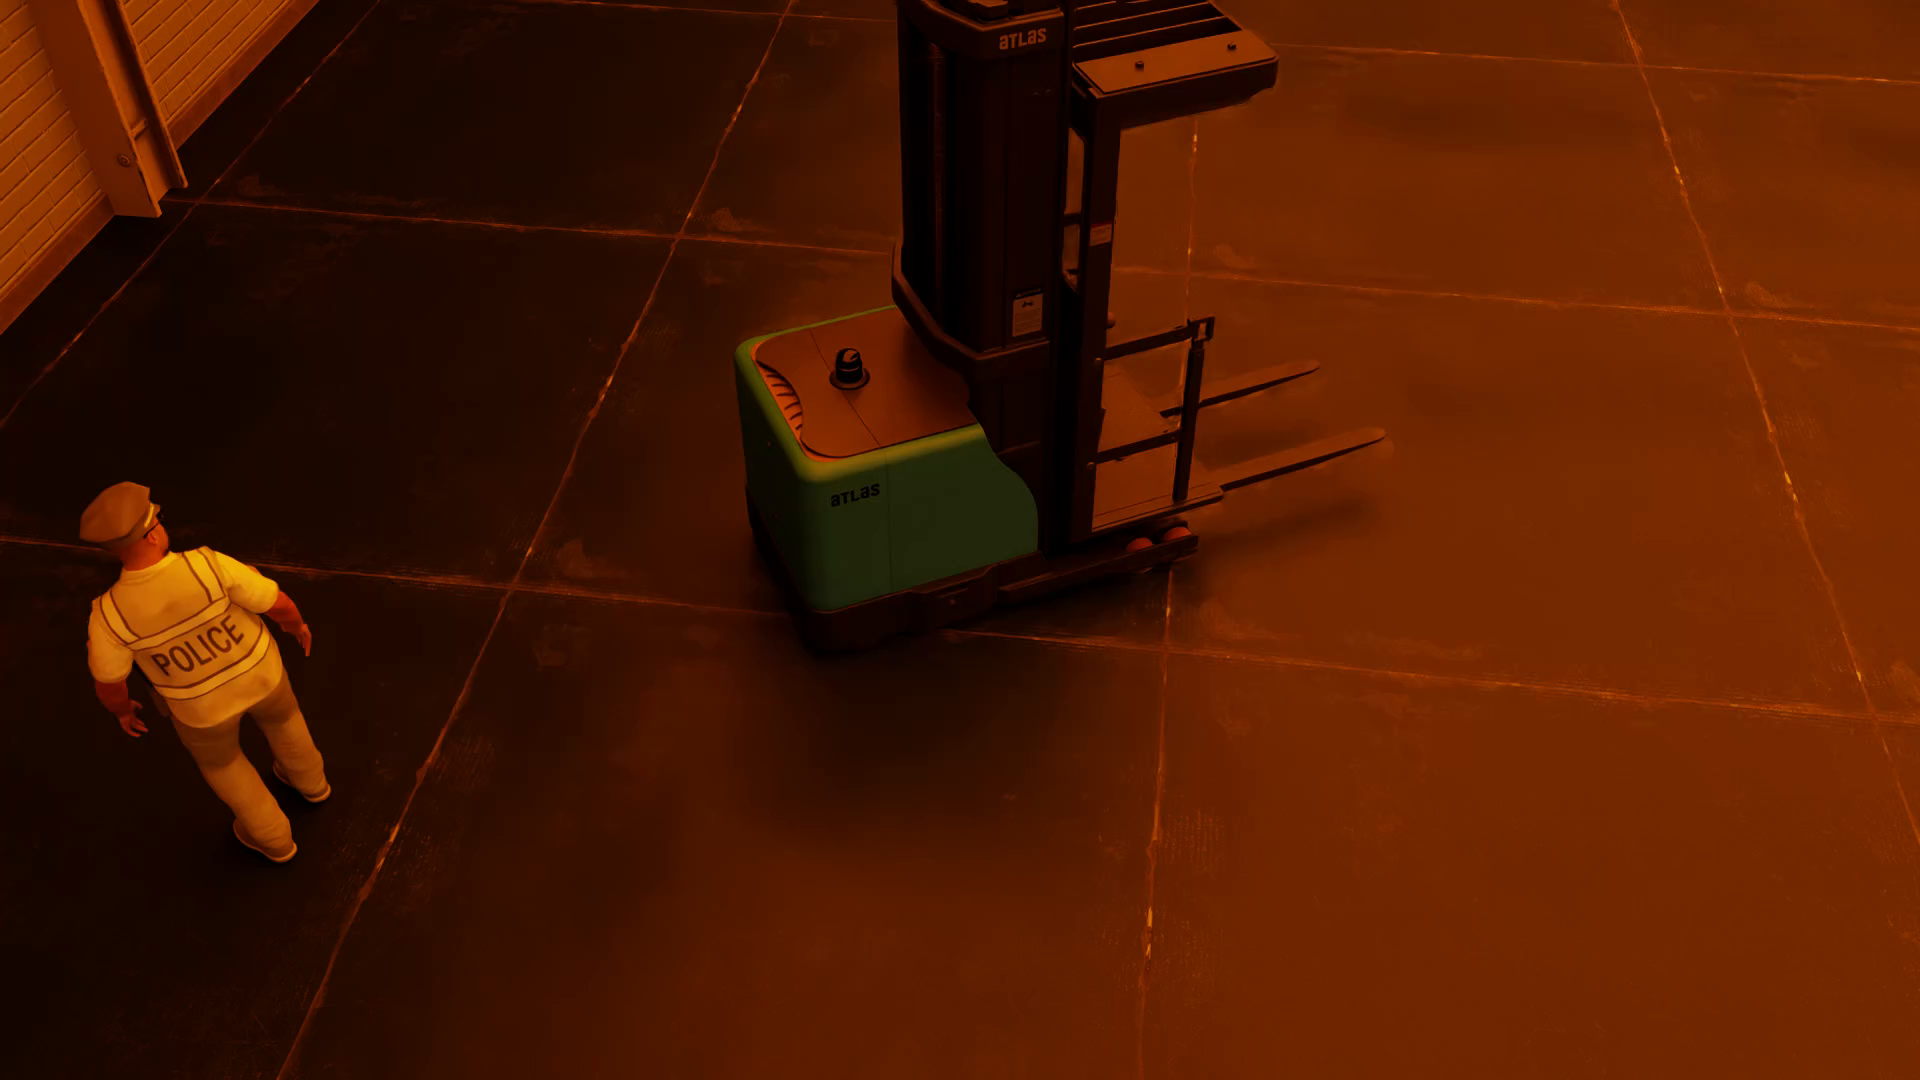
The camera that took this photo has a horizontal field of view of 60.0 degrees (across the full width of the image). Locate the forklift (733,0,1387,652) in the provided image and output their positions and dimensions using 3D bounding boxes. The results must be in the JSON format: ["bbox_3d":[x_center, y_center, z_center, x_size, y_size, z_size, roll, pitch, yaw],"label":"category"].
[{"bbox_3d":[0.562,-1.240,7.074,3.031,2.935,1.130,-16,45,-17],"label":"forklift"}]

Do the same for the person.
[{"bbox_3d":[-2.748,0.476,6.080,0.738,1.749,0.537,-31,51,-29],"label":"person"}]
